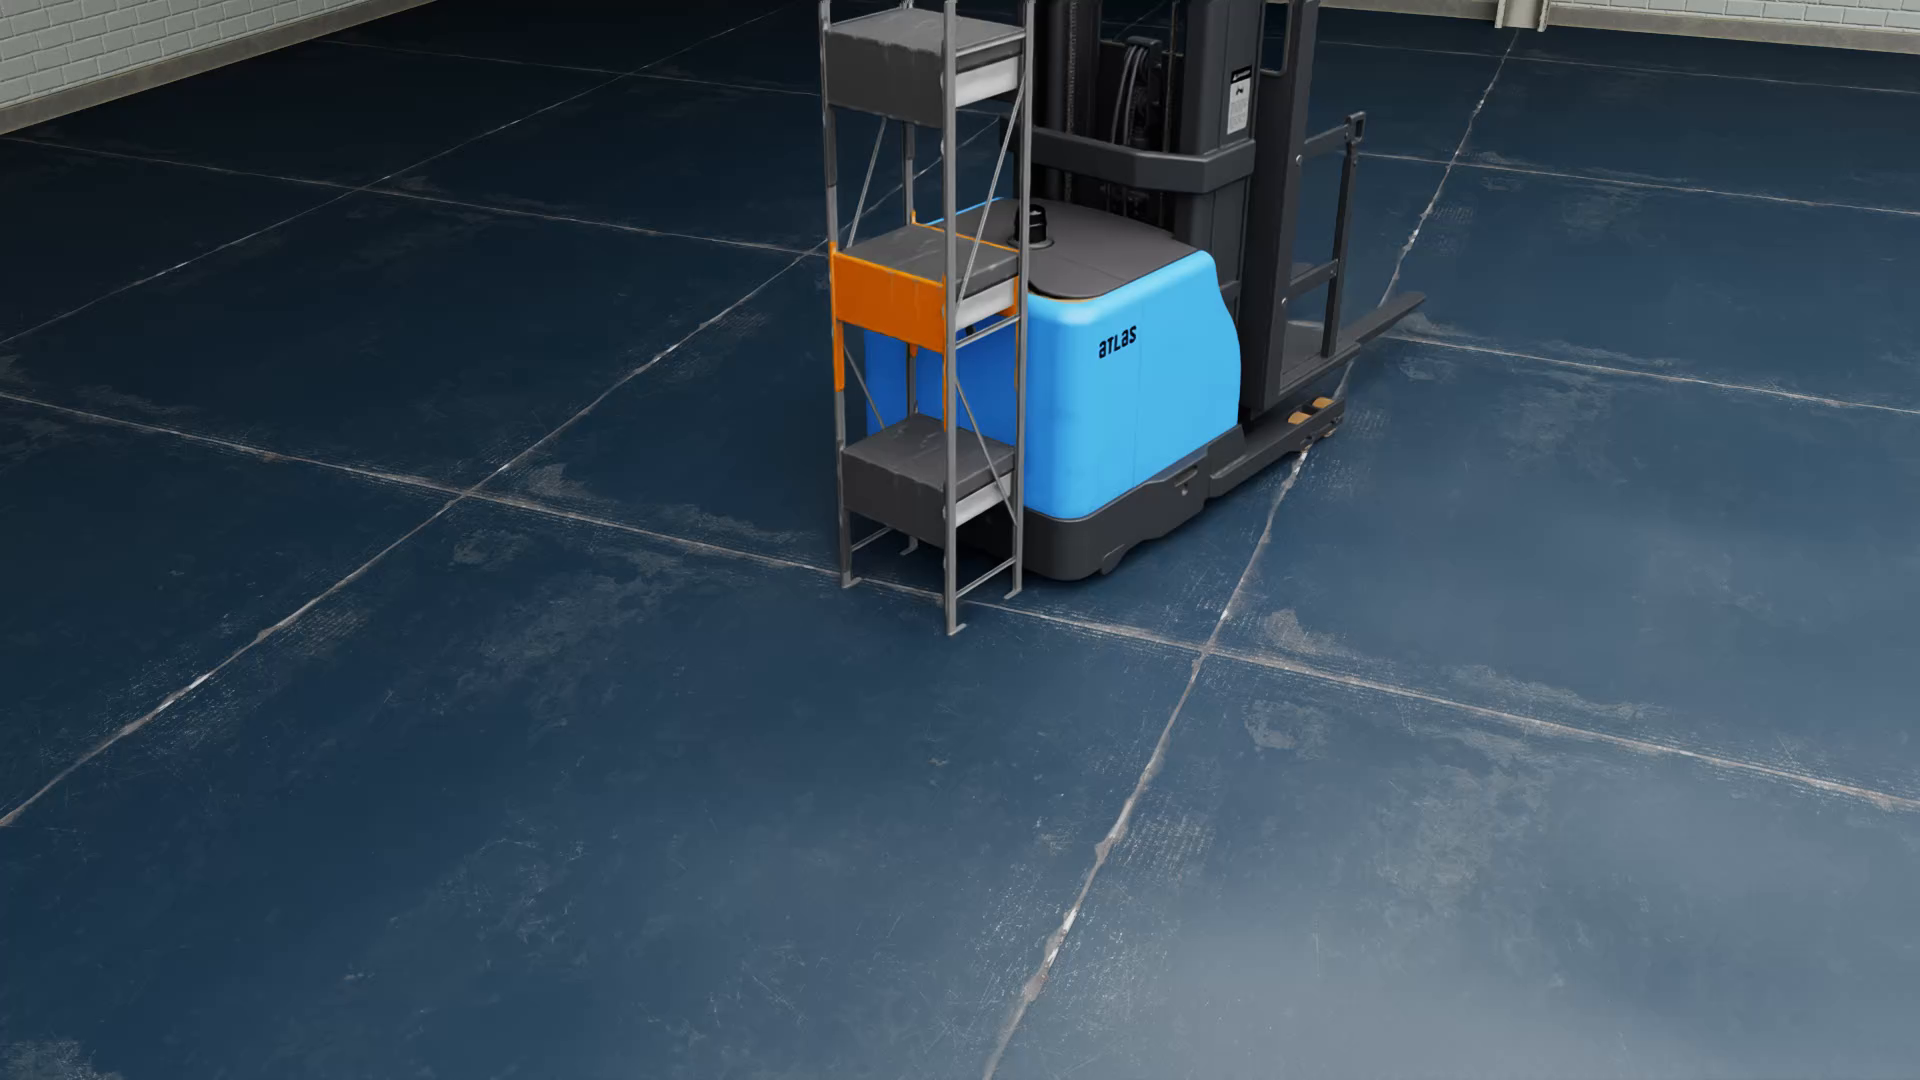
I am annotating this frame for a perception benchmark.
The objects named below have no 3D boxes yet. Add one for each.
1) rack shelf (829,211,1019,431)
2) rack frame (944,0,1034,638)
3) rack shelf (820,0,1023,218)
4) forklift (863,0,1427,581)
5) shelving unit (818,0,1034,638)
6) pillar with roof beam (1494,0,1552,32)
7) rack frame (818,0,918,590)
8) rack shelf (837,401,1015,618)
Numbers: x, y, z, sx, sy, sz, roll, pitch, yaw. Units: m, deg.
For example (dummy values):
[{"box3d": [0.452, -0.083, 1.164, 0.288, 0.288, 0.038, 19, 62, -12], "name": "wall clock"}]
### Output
[{"box3d": [-0.101, -0.724, 5.424, 0.480, 0.518, 0.431, 22, 36, 34], "name": "rack shelf"}, {"box3d": [0.087, -0.659, 5.282, 0.015, 2.100, 0.400, 22, 36, 34], "name": "rack frame"}, {"box3d": [-0.101, -1.333, 5.080, 0.480, 0.518, 0.431, 22, 36, 34], "name": "rack shelf"}, {"box3d": [0.971, -1.782, 6.424, 1.130, 2.935, 3.031, 23, 37, 34], "name": "forklift"}, {"box3d": [-0.101, -0.736, 5.418, 0.503, 2.100, 0.431, 22, 36, 34], "name": "shelving unit"}, {"box3d": [3.038, -6.224, 8.117, 0.400, 9.000, 9.100, 11, 31, 19], "name": "pillar with roof beam"}, {"box3d": [-0.289, -0.812, 5.553, 0.015, 2.100, 0.400, 22, 36, 34], "name": "rack frame"}, {"box3d": [-0.101, -0.114, 5.769, 0.480, 0.518, 0.431, 22, 36, 34], "name": "rack shelf"}]
